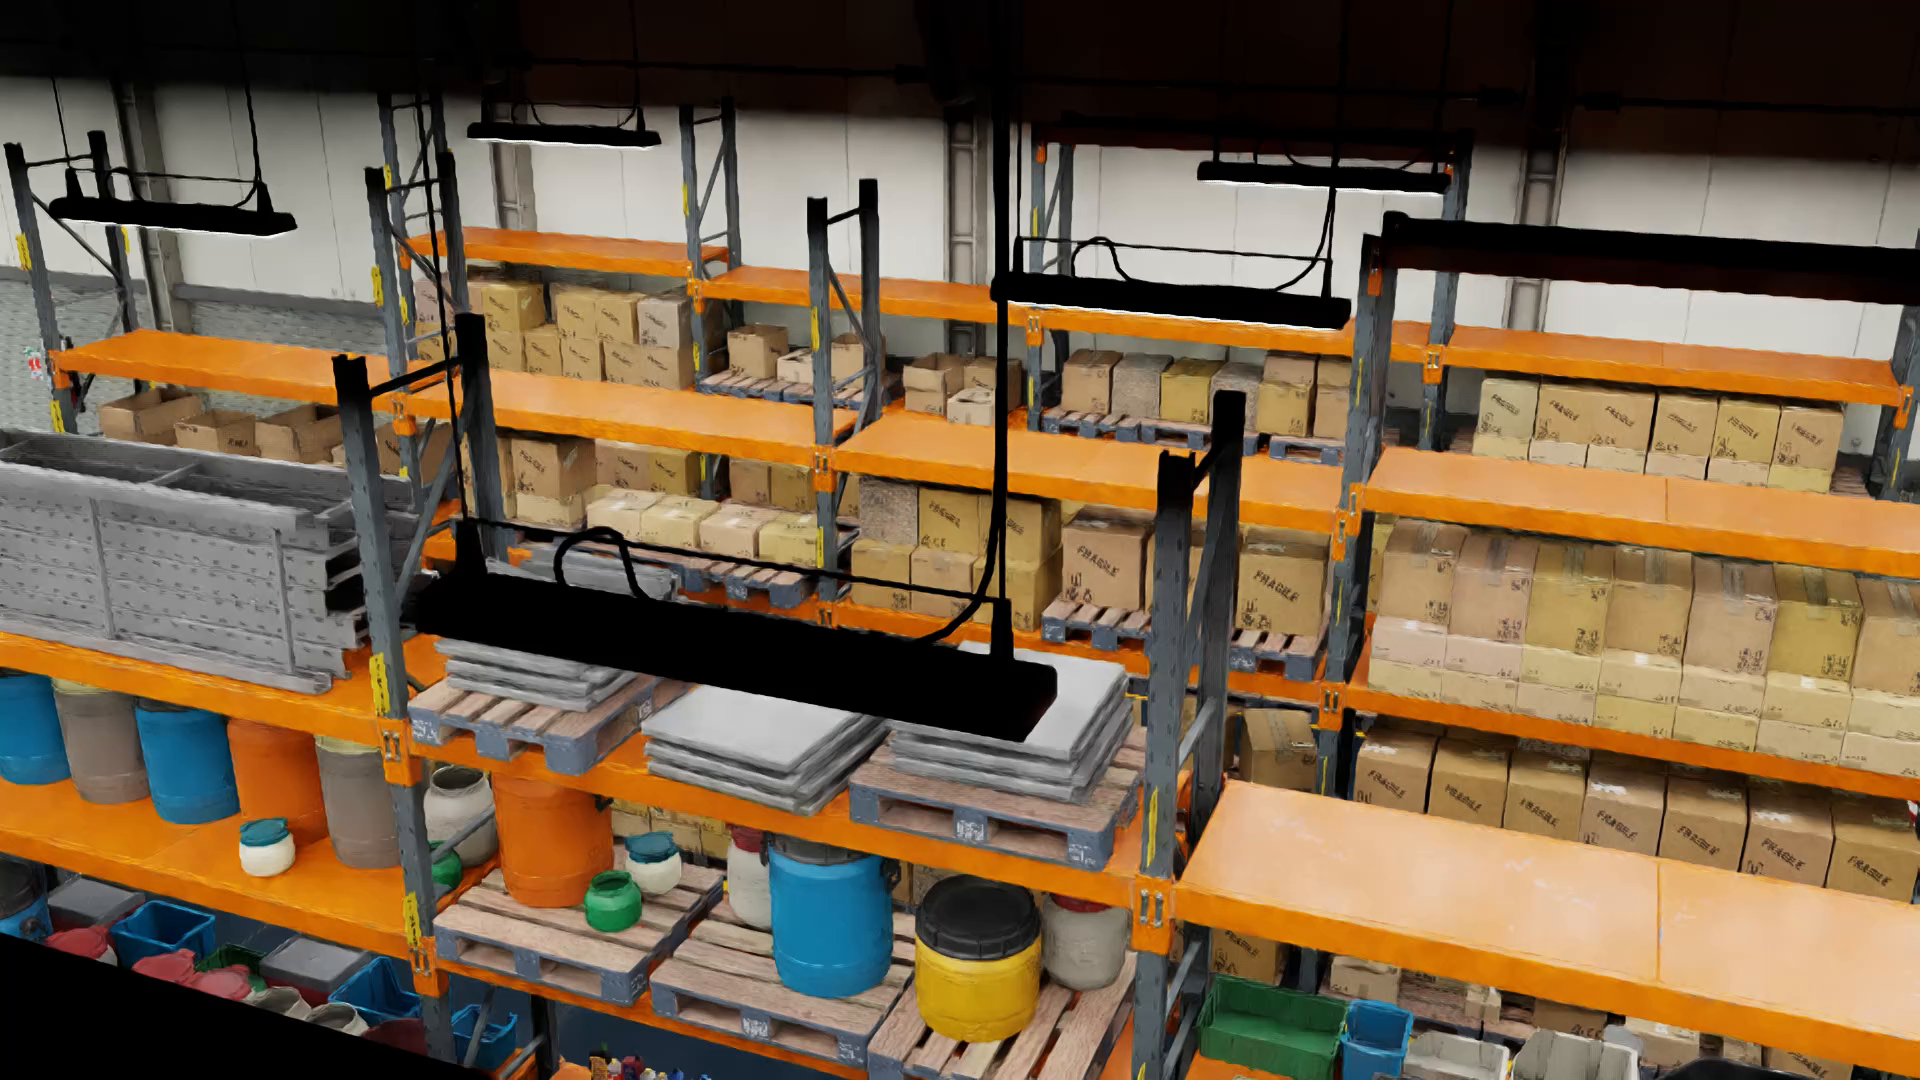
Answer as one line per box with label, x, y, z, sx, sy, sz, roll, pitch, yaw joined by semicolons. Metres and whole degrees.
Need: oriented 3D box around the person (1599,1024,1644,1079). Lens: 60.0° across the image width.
person;4.050;3.728;10.314;1.086;1.589;0.495;9;23;22
